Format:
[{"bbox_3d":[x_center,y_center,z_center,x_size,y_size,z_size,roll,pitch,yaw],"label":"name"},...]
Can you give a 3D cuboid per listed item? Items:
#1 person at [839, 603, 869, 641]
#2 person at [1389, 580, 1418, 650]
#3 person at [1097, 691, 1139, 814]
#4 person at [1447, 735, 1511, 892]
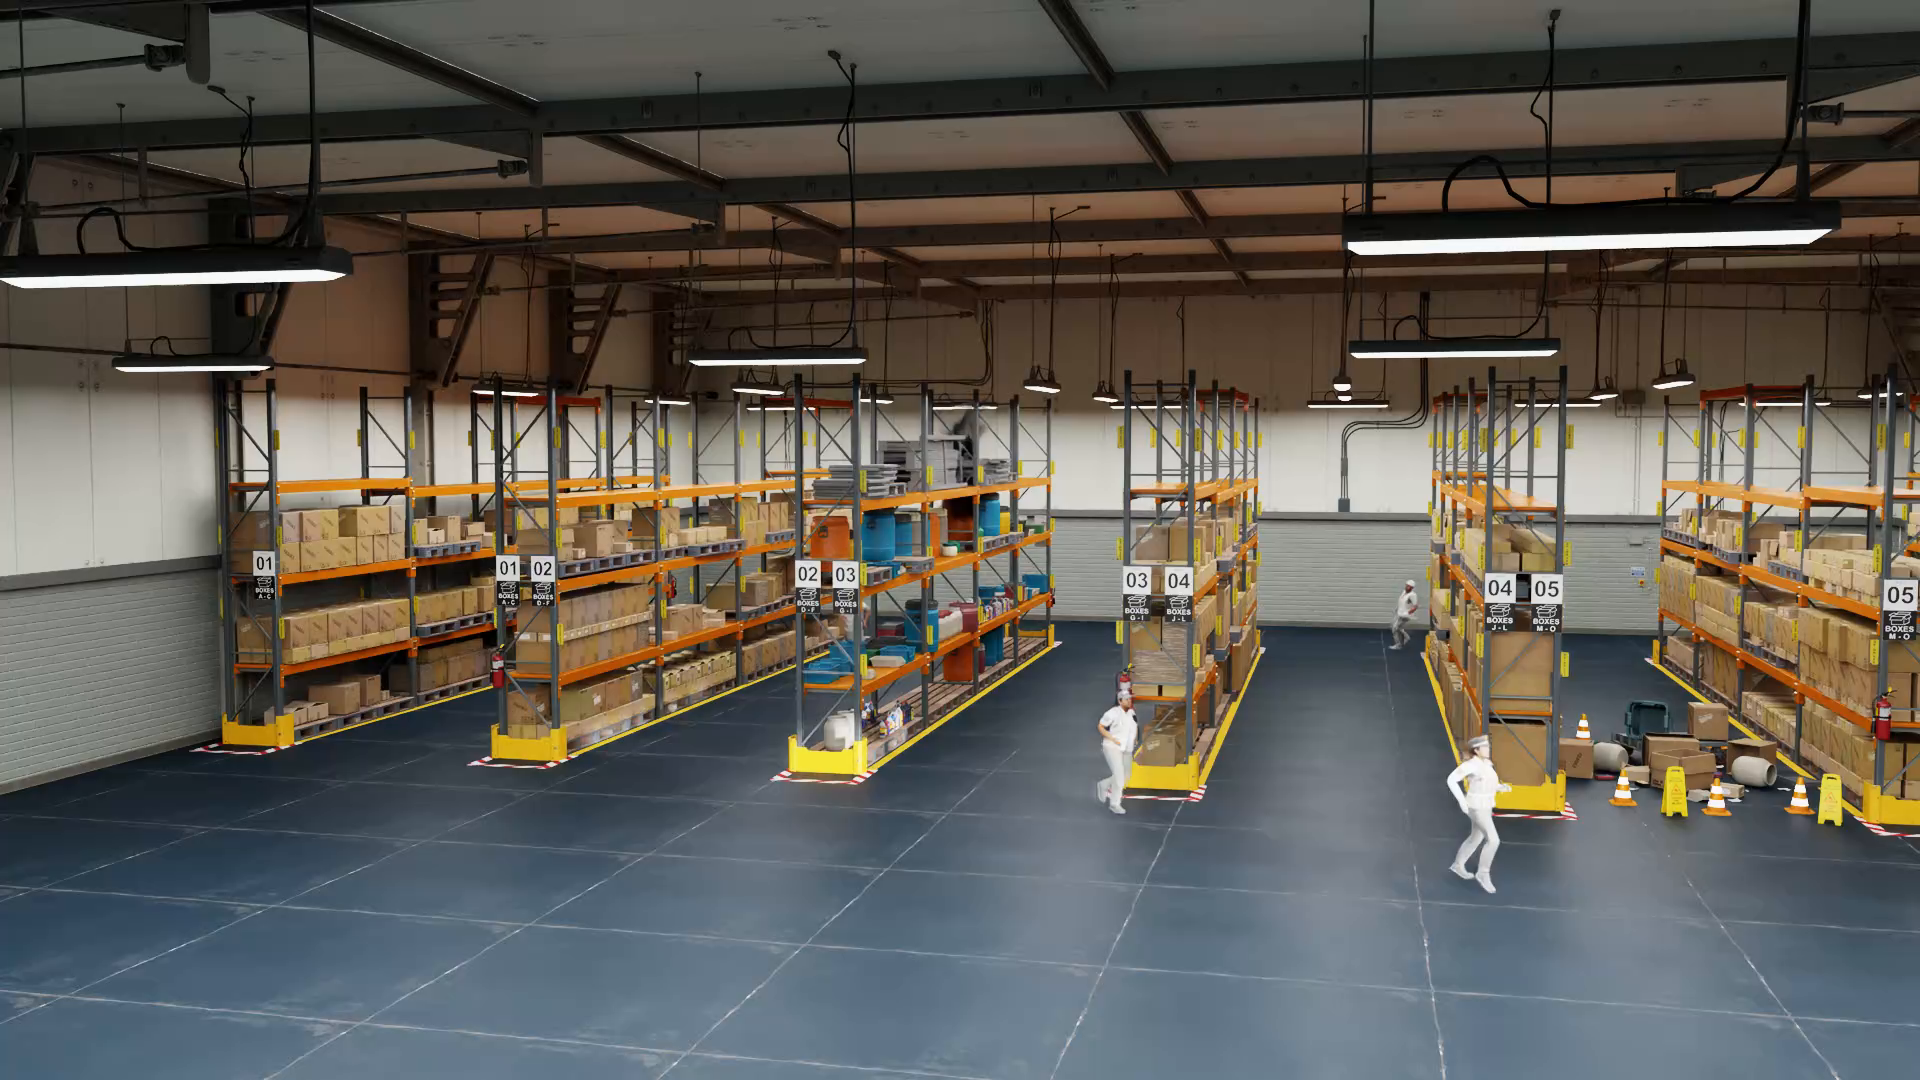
[{"bbox_3d":[-2.296,1.970,35.906,0.599,1.830,0.880,1,3,10],"label":"person"},{"bbox_3d":[10.519,1.783,39.476,0.540,1.689,0.737,0,3,-2],"label":"person"},{"bbox_3d":[2.147,2.853,22.633,0.647,1.629,0.672,-2,4,-34],"label":"person"},{"bbox_3d":[5.817,3.043,18.616,0.731,1.751,0.580,3,5,43],"label":"person"}]
